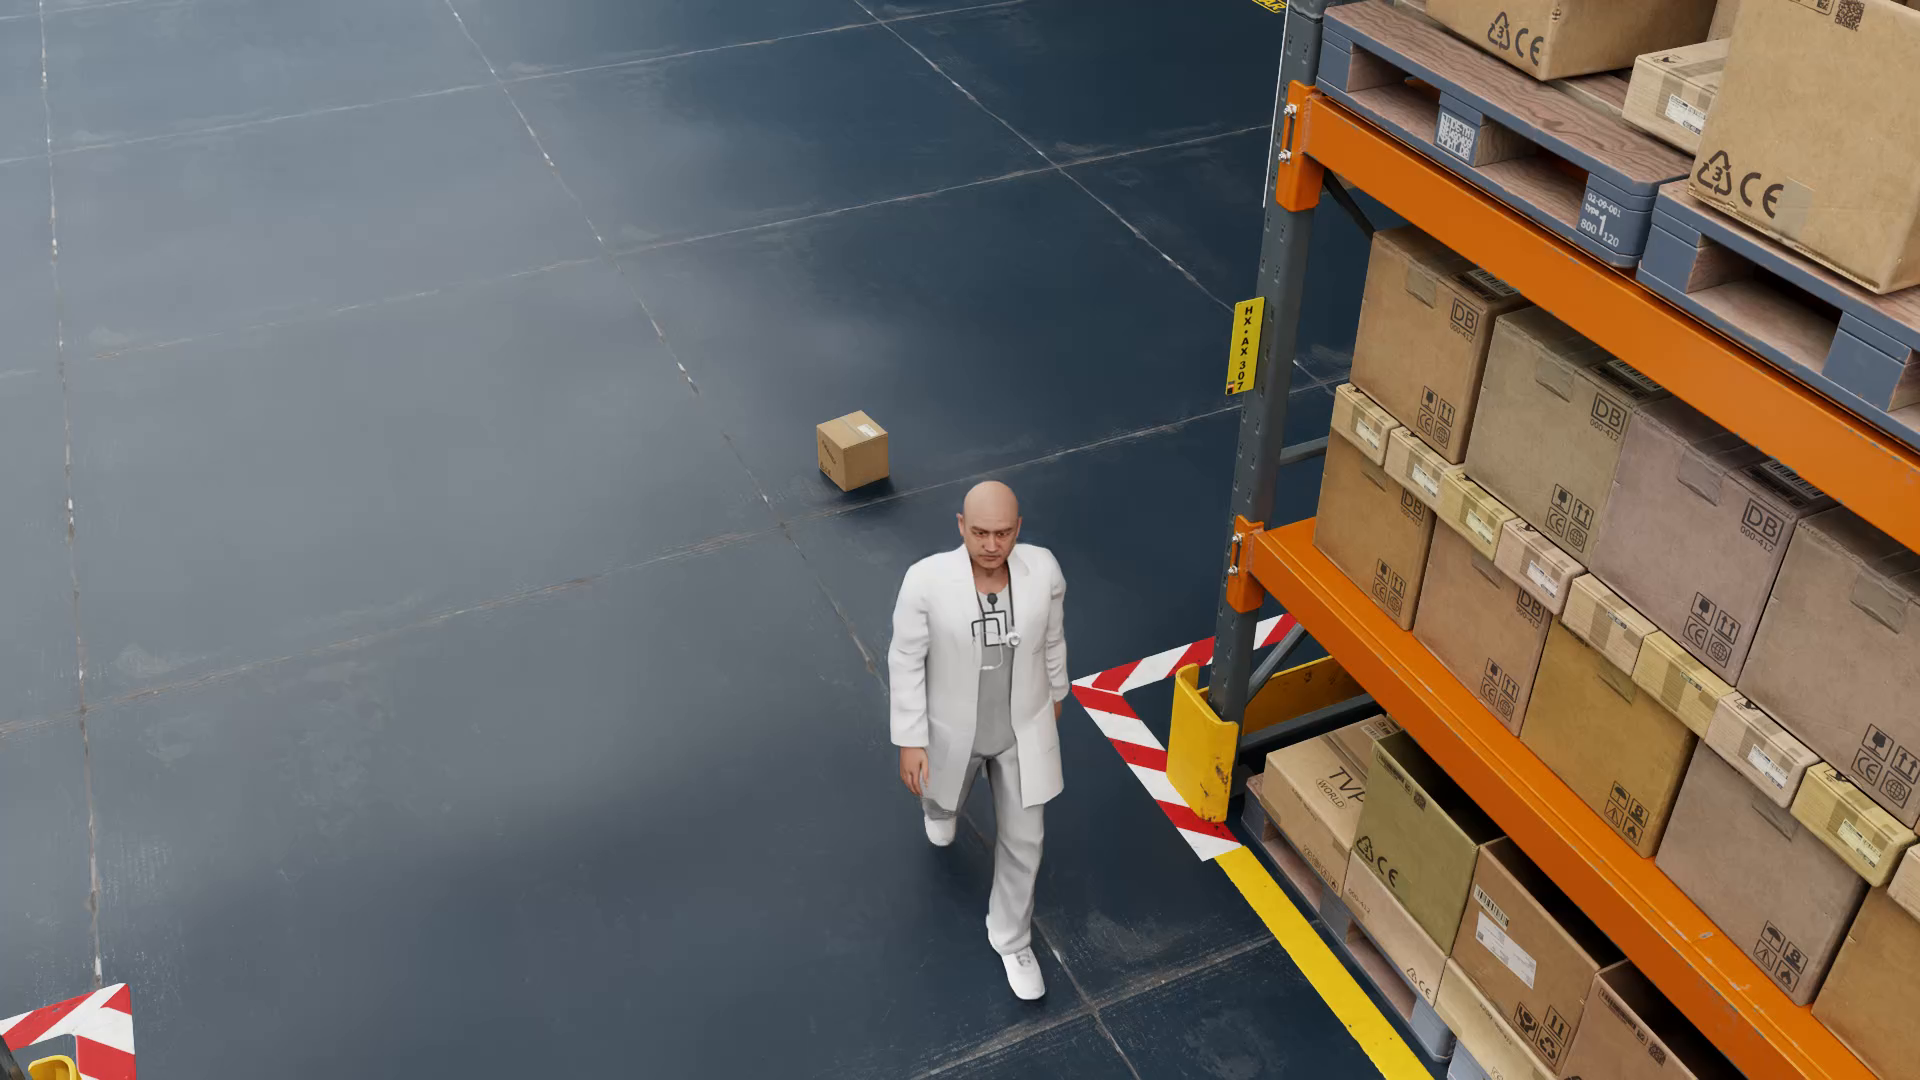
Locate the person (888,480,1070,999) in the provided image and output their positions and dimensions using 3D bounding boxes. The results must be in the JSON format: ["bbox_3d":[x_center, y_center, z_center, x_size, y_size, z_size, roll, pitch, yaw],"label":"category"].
[{"bbox_3d":[0.072,0.566,5.401,0.618,1.732,1.042,-5,37,-7],"label":"person"}]
